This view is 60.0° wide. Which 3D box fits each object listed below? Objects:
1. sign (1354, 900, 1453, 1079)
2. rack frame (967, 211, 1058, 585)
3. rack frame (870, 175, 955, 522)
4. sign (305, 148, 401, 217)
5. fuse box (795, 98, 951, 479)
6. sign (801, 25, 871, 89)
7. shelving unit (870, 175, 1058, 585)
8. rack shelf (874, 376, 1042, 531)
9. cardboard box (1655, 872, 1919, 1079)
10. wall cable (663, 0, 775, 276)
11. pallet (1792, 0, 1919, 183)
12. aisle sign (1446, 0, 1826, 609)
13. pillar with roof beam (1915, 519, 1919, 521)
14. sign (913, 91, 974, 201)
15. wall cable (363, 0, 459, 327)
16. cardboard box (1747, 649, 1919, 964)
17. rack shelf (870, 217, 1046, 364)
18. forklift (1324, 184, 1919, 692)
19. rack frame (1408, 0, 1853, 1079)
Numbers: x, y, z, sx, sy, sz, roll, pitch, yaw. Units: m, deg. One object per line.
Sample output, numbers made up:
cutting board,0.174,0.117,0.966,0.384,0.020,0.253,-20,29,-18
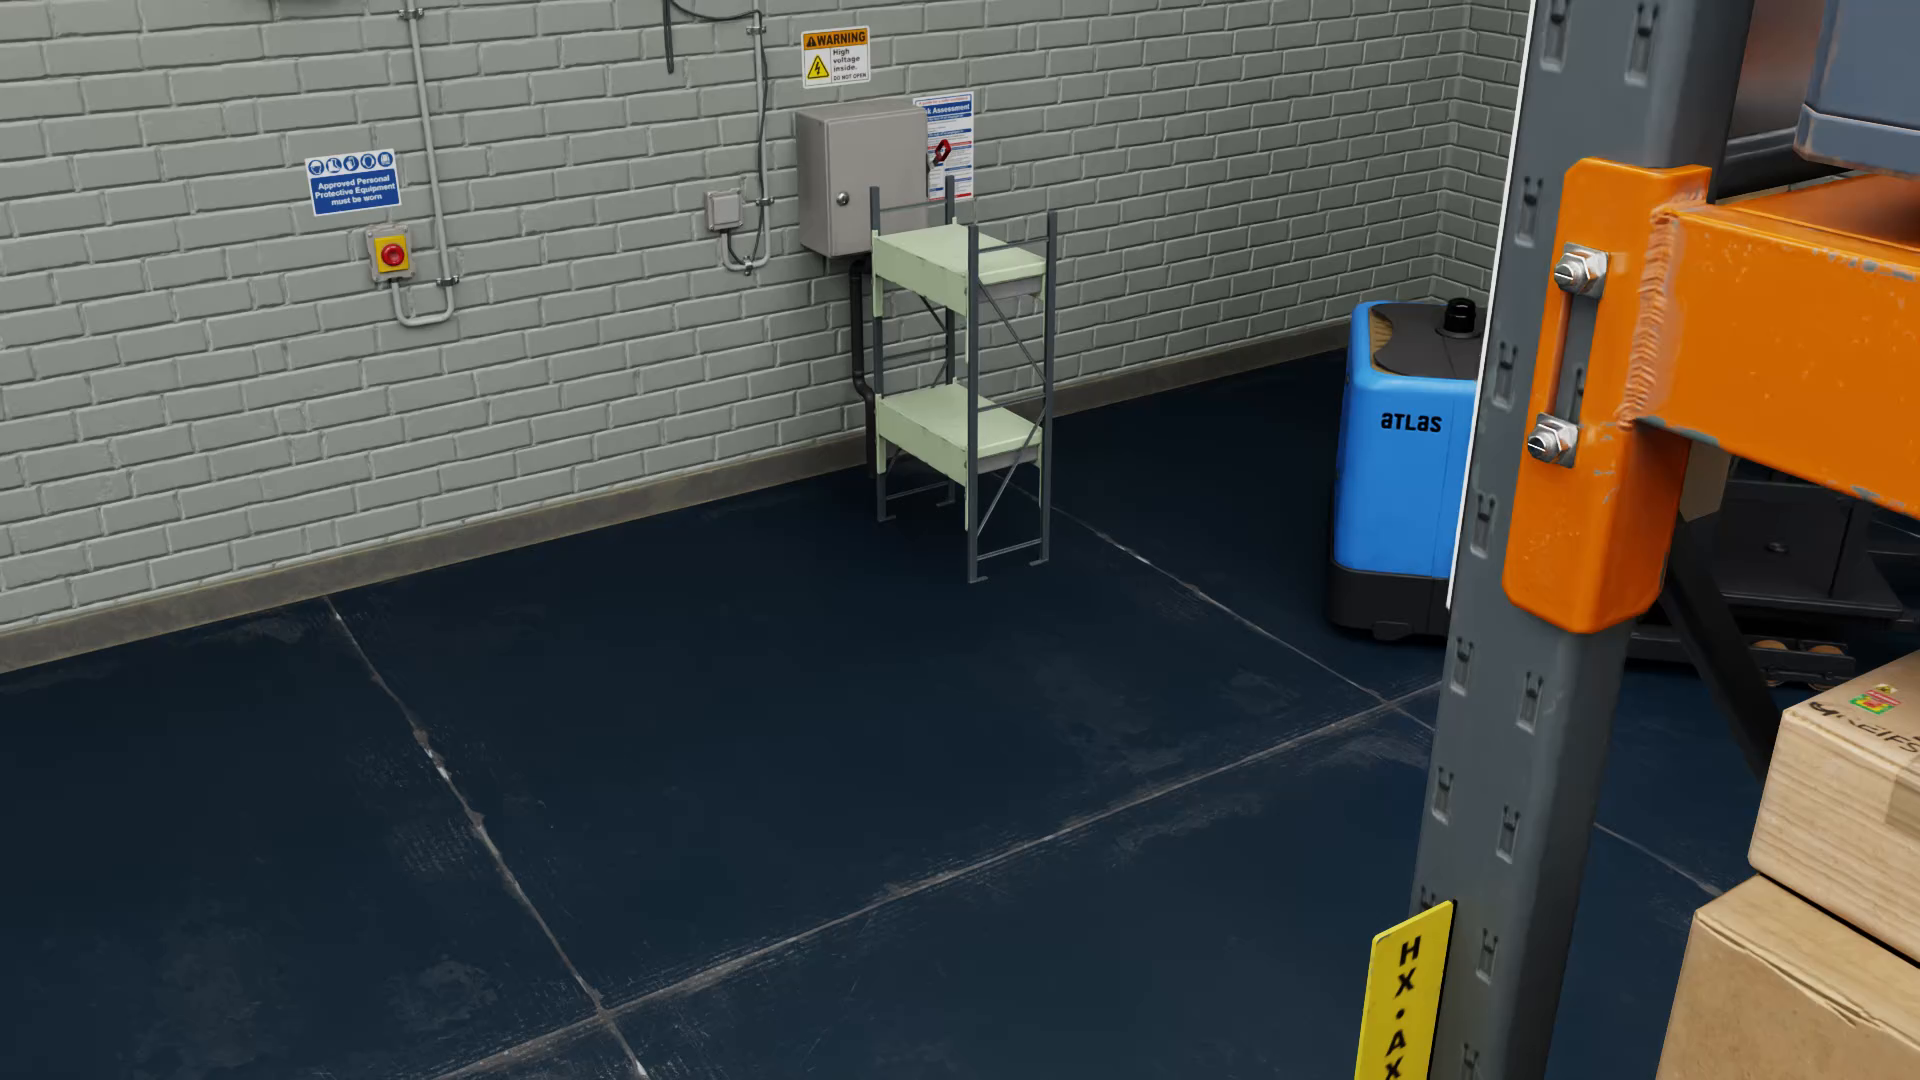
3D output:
sign,0.414,0.493,1.586,0.100,0.325,0.005,-16,29,-30
rack frame,0.203,-0.545,6.647,0.400,1.500,0.023,-16,29,-30
rack frame,-0.196,-0.807,7.202,0.400,1.500,0.023,-16,29,-30
sign,-2.289,-1.351,6.282,0.327,0.218,0.001,-16,29,-30
fuse box,-0.376,-1.073,7.519,0.539,1.711,0.414,-16,29,-30
sign,-0.535,-2.091,7.197,0.339,0.242,0.001,-16,29,-30
shelving unit,0.004,-0.676,6.925,0.431,1.500,0.755,-16,29,-30
rack shelf,0.004,-0.381,7.064,0.431,0.370,0.720,-16,29,-30
cardboard box,0.906,0.534,1.318,0.500,0.500,0.500,-16,30,-31
wall cable,-1.033,-2.013,6.810,0.588,1.984,0.122,-16,29,-30
pallet,1.296,-0.261,0.878,1.003,0.211,1.213,-16,29,-30
aisle sign,0.600,-0.341,1.413,0.394,0.787,0.004,-16,29,-30
pillar with roof beam,0.715,-3.249,3.592,9.100,9.000,0.400,-16,29,-30
sign,-0.075,-1.802,7.665,0.329,0.494,0.001,-16,29,-30
wall cable,-2.215,-1.692,6.094,0.585,1.953,0.123,-16,29,-30
cardboard box,0.844,0.194,1.278,0.380,0.149,0.250,-15,29,-29
rack shelf,0.004,-1.029,6.758,0.431,0.370,0.720,-16,29,-30
forklift,2.990,-1.019,5.975,3.031,2.935,1.130,5,26,11
rack frame,0.885,0.792,2.058,0.949,2.616,0.053,-16,29,-30
